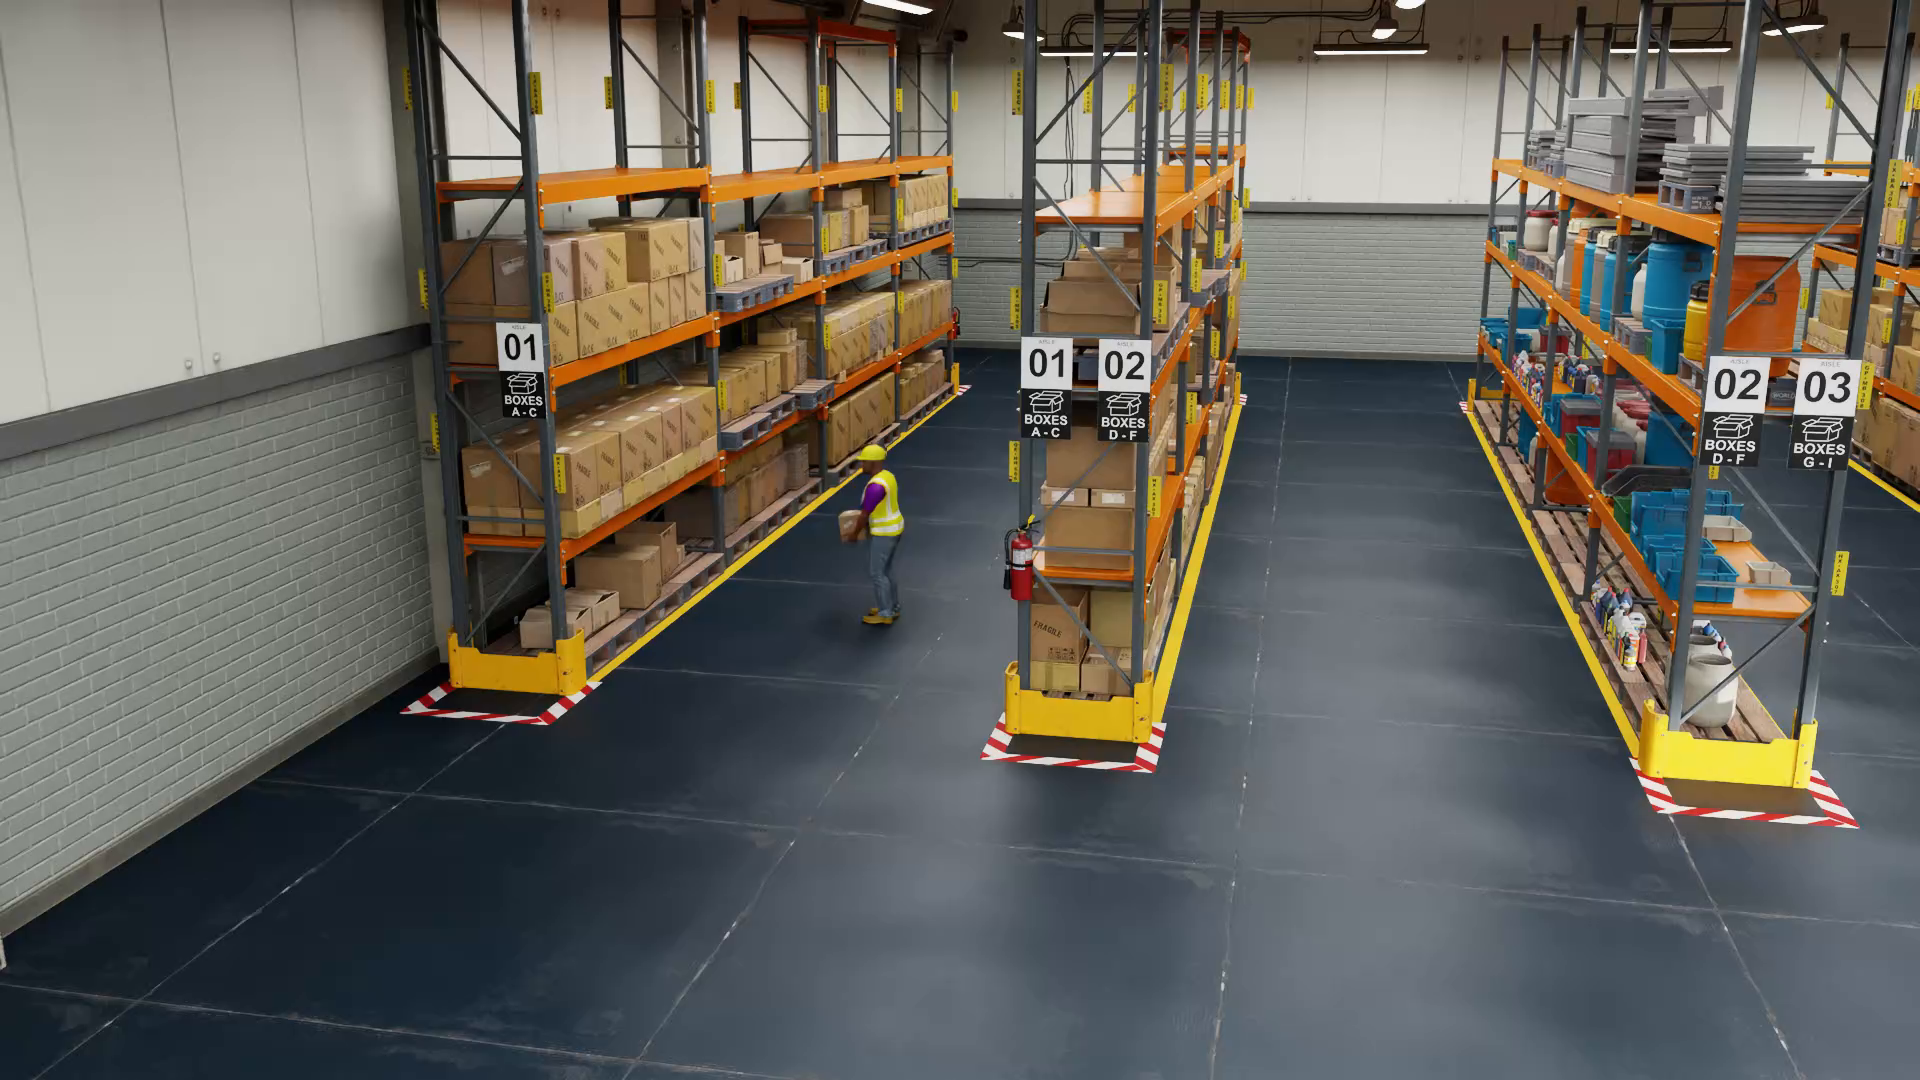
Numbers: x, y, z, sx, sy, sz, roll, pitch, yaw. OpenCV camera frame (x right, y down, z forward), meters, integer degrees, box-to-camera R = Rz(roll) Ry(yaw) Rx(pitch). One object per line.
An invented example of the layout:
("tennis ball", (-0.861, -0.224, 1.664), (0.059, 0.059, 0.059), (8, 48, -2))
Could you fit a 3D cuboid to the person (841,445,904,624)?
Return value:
("person", (-0.848, -0.066, 16.241), (0.586, 1.752, 0.503), (3, 15, 10))
